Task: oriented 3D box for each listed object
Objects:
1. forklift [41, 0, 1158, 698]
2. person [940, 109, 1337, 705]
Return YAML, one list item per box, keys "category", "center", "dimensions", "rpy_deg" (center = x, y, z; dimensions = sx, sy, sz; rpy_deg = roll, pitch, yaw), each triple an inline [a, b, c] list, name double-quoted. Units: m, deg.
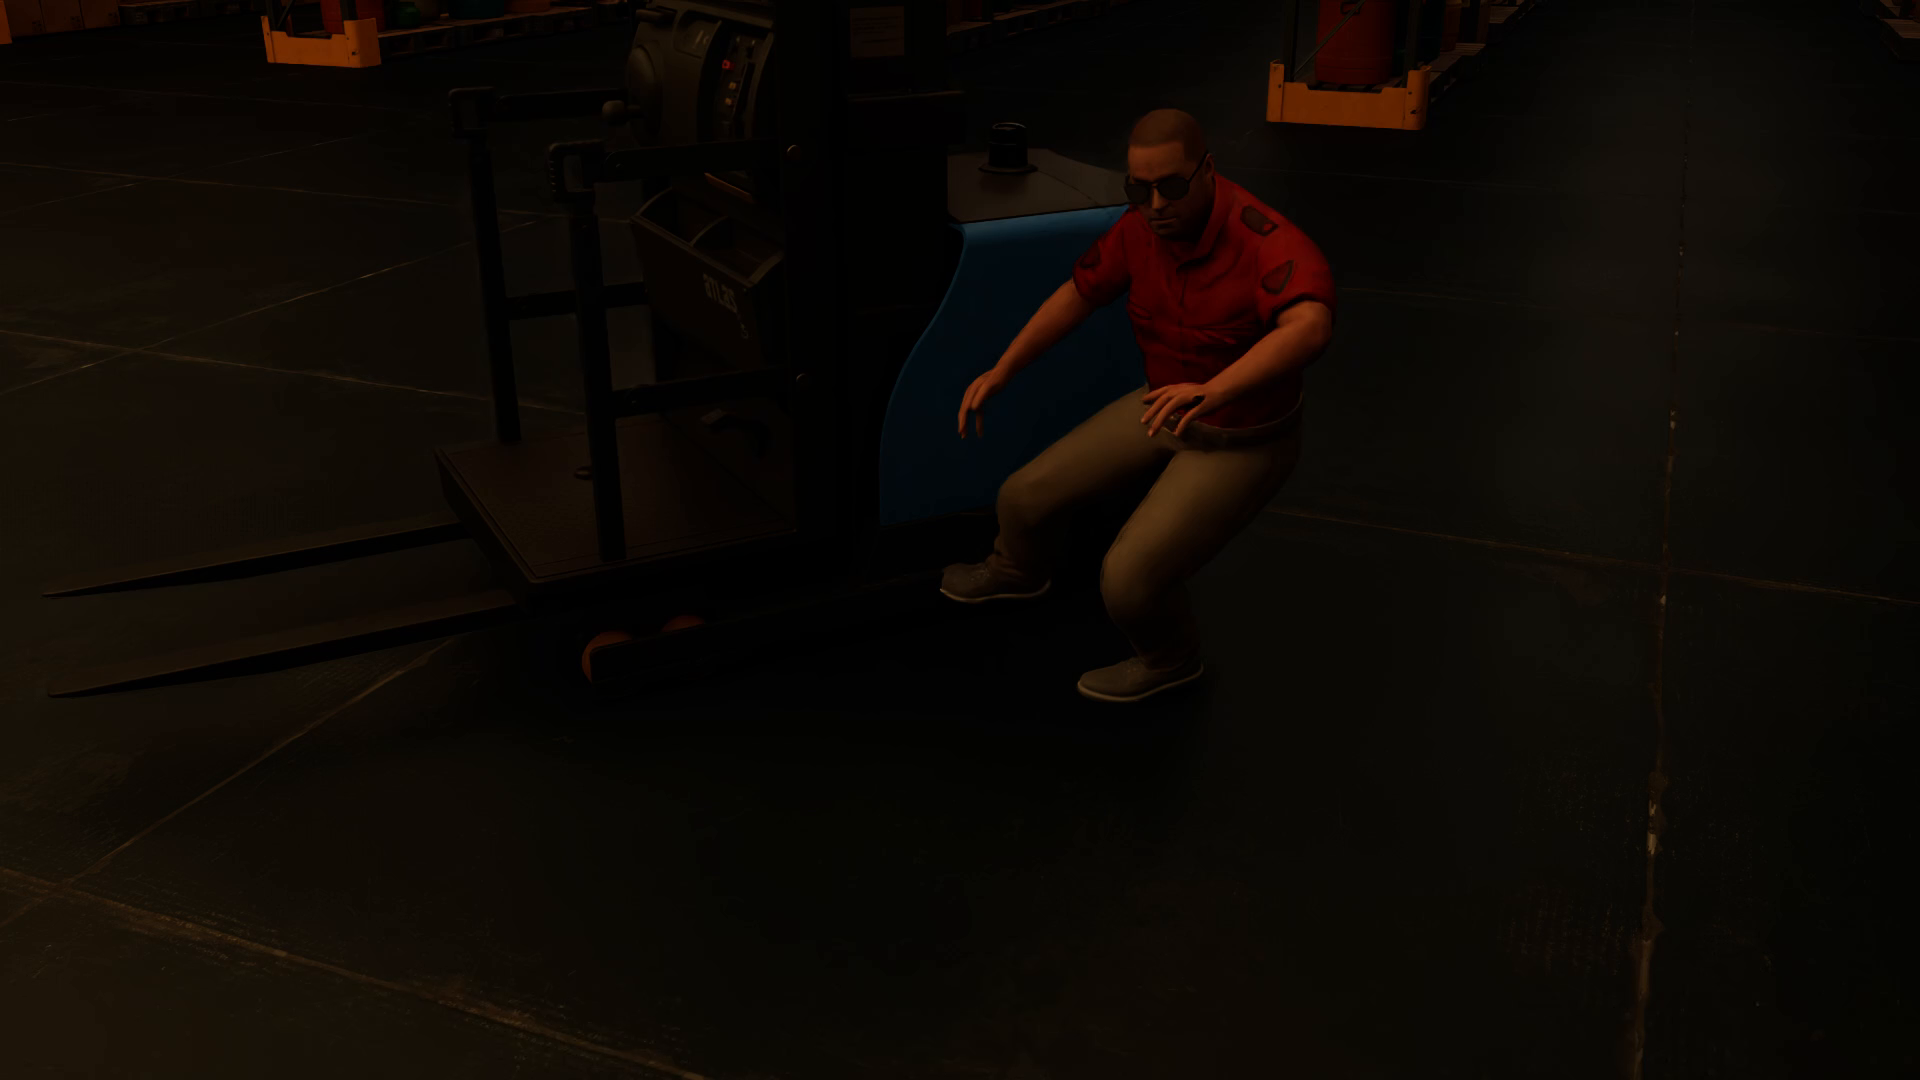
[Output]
- category: "forklift"
  center: [-0.846, -1.191, 4.141]
  dimensions: [3.031, 2.935, 1.130]
  rpy_deg: [-12, 25, -26]
- category: "person"
  center: [0.288, -0.245, 3.783]
  dimensions: [0.915, 1.480, 1.293]
  rpy_deg: [-20, 30, -39]
